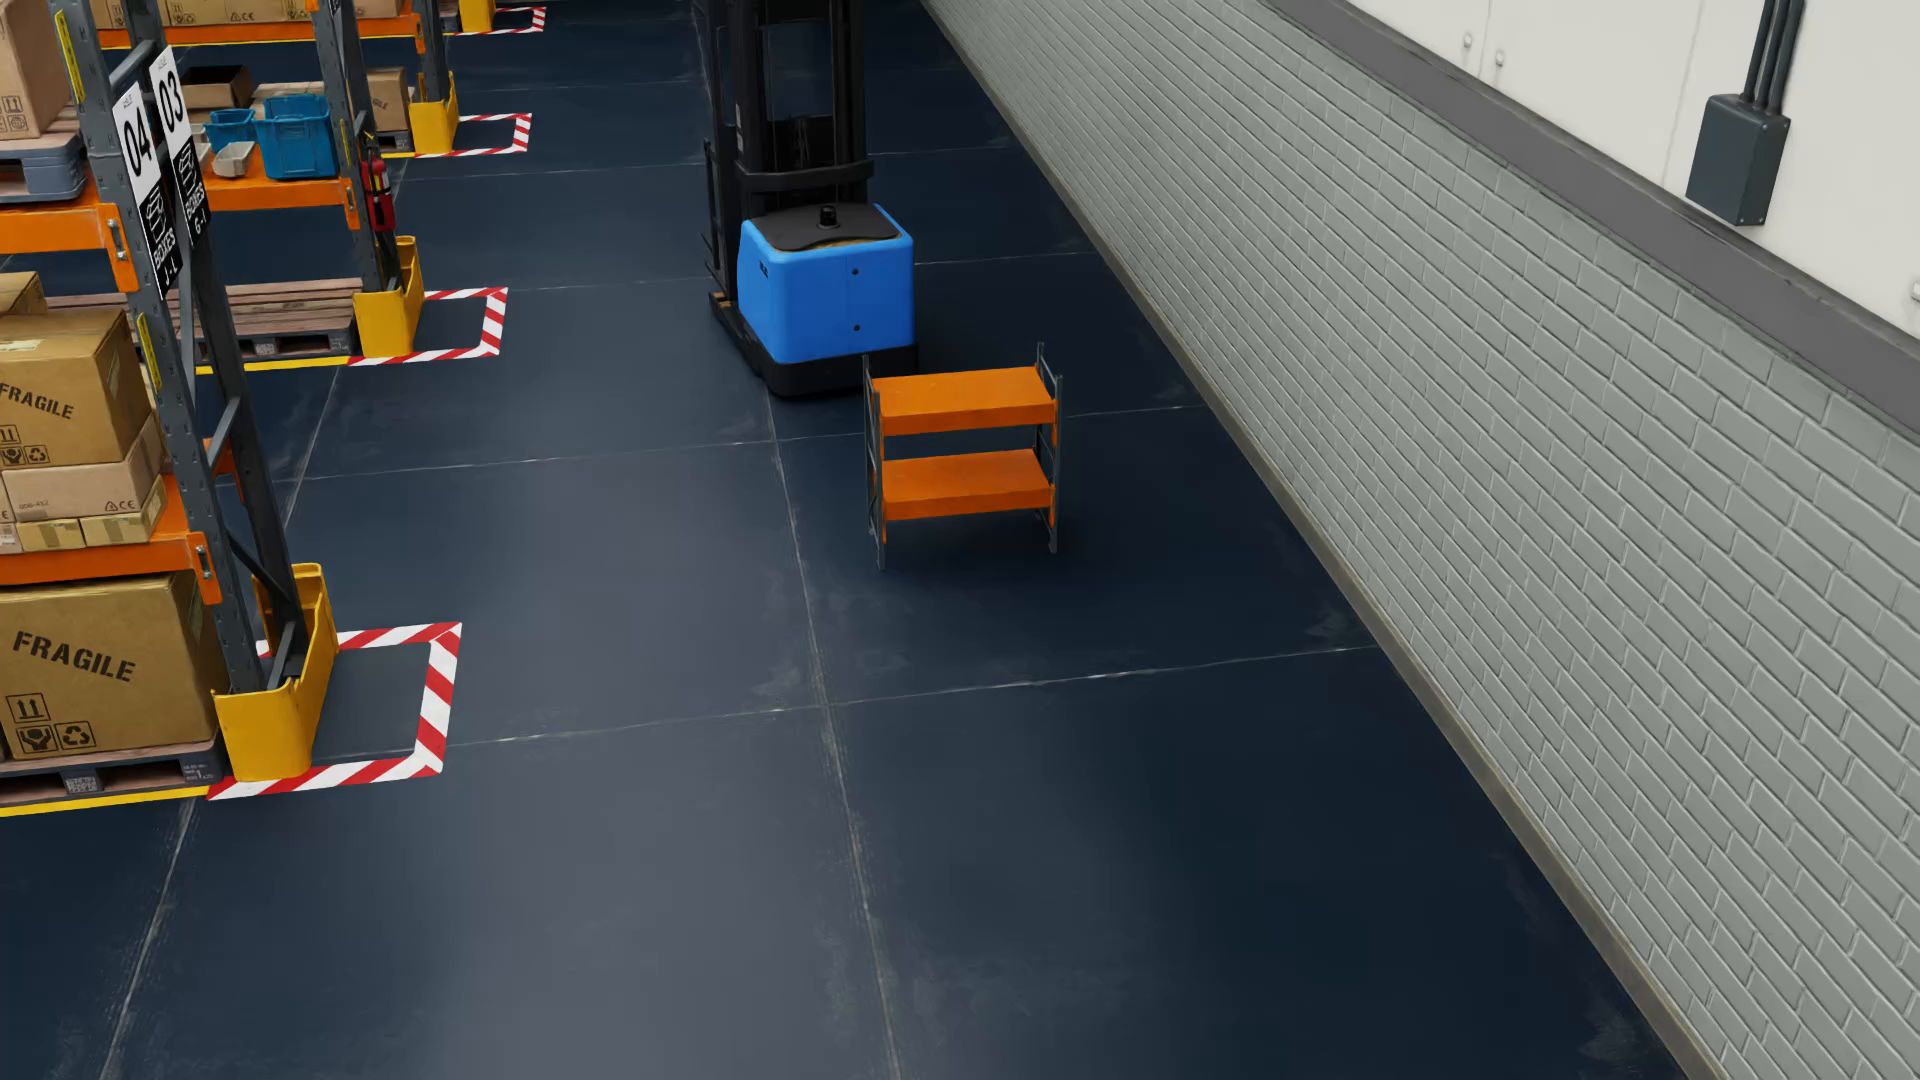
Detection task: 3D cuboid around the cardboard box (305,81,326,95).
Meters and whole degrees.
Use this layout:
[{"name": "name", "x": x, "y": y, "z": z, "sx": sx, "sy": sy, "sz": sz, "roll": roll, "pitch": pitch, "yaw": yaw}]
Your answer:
[{"name": "cardboard box", "x": -6.272, "y": -4.429, "z": 16.716, "sx": 0.500, "sy": 0.250, "sz": 0.500, "roll": -5, "pitch": 31, "yaw": -9}]

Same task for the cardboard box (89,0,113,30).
[{"name": "cardboard box", "x": -8.075, "y": -5.015, "z": 15.336, "sx": 0.500, "sy": 0.500, "sz": 0.500, "roll": -5, "pitch": 31, "yaw": -8}]

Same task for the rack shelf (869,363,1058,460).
[{"name": "rack shelf", "x": 0.007, "y": -0.738, "z": 9.432, "sx": 1.000, "sy": 0.278, "sz": 0.538, "roll": -5, "pitch": 31, "yaw": -9}]

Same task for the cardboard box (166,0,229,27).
[{"name": "cardboard box", "x": -7.083, "y": -5.107, "z": 15.492, "sx": 0.500, "sy": 0.500, "sz": 0.500, "roll": -6, "pitch": 31, "yaw": -10}]

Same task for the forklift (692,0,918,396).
[{"name": "forklift", "x": -1.293, "y": -2.983, "z": 12.046, "sx": 1.130, "sy": 2.935, "sz": 3.031, "roll": -11, "pitch": 32, "yaw": -18}]

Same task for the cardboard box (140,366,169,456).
[{"name": "cardboard box", "x": -3.934, "y": -0.593, "z": 7.768, "sx": 0.500, "sy": 0.250, "sz": 0.500, "roll": -6, "pitch": 31, "yaw": -10}]

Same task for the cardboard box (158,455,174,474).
[{"name": "cardboard box", "x": -3.822, "y": -0.463, "z": 7.940, "sx": 0.250, "sy": 0.149, "sz": 0.380, "roll": -5, "pitch": 31, "yaw": -8}]

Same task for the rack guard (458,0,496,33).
[{"name": "rack guard", "x": -6.067, "y": -6.772, "z": 20.889, "sx": 0.348, "sy": 0.500, "sz": 1.175, "roll": -5, "pitch": 31, "yaw": -9}]

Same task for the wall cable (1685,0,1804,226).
[{"name": "wall cable", "x": 2.769, "y": -3.209, "z": 3.271, "sx": 0.120, "sy": 5.999, "sz": 2.277, "roll": -5, "pitch": 31, "yaw": -9}]

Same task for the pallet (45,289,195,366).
[{"name": "pallet", "x": -6.322, "y": -1.541, "z": 12.276, "sx": 1.213, "sy": 0.211, "sz": 1.003, "roll": -5, "pitch": 31, "yaw": -9}]

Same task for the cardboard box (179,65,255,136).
[{"name": "cardboard box", "x": -7.282, "y": -4.301, "z": 16.248, "sx": 0.637, "sy": 0.503, "sz": 0.797, "roll": -5, "pitch": 31, "yaw": -9}]

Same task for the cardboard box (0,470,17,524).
[{"name": "cardboard box", "x": -4.342, "y": -0.280, "z": 7.236, "sx": 0.500, "sy": 0.250, "sz": 0.500, "roll": -6, "pitch": 31, "yaw": -10}]

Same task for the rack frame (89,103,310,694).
[{"name": "rack frame", "x": -3.414, "y": -0.439, "z": 7.651, "sx": 0.127, "sy": 3.000, "sz": 1.000, "roll": -5, "pitch": 31, "yaw": -9}]

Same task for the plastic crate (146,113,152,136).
[{"name": "plastic crate", "x": -5.903, "y": -2.883, "z": 11.915, "sx": 0.300, "sy": 0.233, "sz": 0.416, "roll": -5, "pitch": 31, "yaw": -9}]

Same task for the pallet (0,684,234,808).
[{"name": "pallet", "x": -4.186, "y": 0.875, "z": 8.168, "sx": 1.213, "sy": 0.211, "sz": 1.003, "roll": -5, "pitch": 31, "yaw": -9}]

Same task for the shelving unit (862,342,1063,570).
[{"name": "shelving unit", "x": 0.007, "y": -0.486, "z": 9.580, "sx": 1.048, "sy": 1.125, "sz": 0.538, "roll": -5, "pitch": 31, "yaw": -9}]

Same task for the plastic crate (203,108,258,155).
[{"name": "plastic crate", "x": -5.256, "y": -2.943, "z": 12.017, "sx": 0.300, "sy": 0.233, "sz": 0.416, "roll": -5, "pitch": 31, "yaw": -9}]

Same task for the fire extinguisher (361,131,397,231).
[{"name": "fire extinguisher", "x": -4.076, "y": -2.501, "z": 11.603, "sx": 0.183, "sy": 0.674, "sz": 0.296, "roll": -5, "pitch": 31, "yaw": -9}]

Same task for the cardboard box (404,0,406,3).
[{"name": "cardboard box", "x": -5.678, "y": -5.512, "z": 16.181, "sx": 0.500, "sy": 0.500, "sz": 0.500, "roll": -5, "pitch": 31, "yaw": -8}]

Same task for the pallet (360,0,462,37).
[{"name": "pallet", "x": -6.863, "y": -6.534, "z": 20.768, "sx": 1.213, "sy": 0.211, "sz": 1.003, "roll": -5, "pitch": 31, "yaw": -9}]

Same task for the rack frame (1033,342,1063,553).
[{"name": "rack frame", "x": 0.507, "y": -0.532, "z": 9.659, "sx": 0.032, "sy": 1.125, "sz": 0.500, "roll": -5, "pitch": 31, "yaw": -9}]

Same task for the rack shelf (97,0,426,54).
[{"name": "rack shelf", "x": -7.162, "y": -4.886, "z": 15.924, "sx": 4.000, "sy": 0.370, "sz": 1.077, "roll": -5, "pitch": 31, "yaw": -9}]

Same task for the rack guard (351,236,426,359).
[{"name": "rack guard", "x": -4.285, "y": -1.839, "z": 12.499, "sx": 0.348, "sy": 0.500, "sz": 1.175, "roll": -5, "pitch": 31, "yaw": -9}]

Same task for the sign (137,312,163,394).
[{"name": "sign", "x": -3.330, "y": -0.768, "z": 6.836, "sx": 0.005, "sy": 0.325, "sz": 0.100, "roll": -5, "pitch": 31, "yaw": -9}]

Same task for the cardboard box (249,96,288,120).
[{"name": "cardboard box", "x": -6.625, "y": -4.138, "z": 16.222, "sx": 0.500, "sy": 0.250, "sz": 0.500, "roll": -5, "pitch": 31, "yaw": -9}]

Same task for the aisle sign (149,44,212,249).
[{"name": "aisle sign", "x": -3.397, "y": -1.716, "z": 7.258, "sx": 0.004, "sy": 0.787, "sz": 0.394, "roll": -5, "pitch": 31, "yaw": -9}]

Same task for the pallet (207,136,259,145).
[{"name": "pallet", "x": -7.251, "y": -3.986, "z": 16.436, "sx": 1.213, "sy": 0.211, "sz": 1.003, "roll": -5, "pitch": 31, "yaw": -9}]

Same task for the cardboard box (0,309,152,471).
[{"name": "cardboard box", "x": -3.846, "y": -0.650, "z": 7.125, "sx": 0.500, "sy": 0.500, "sz": 0.500, "roll": -5, "pitch": 31, "yaw": -8}]

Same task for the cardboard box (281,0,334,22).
[{"name": "cardboard box", "x": -6.096, "y": -5.196, "z": 15.643, "sx": 0.500, "sy": 0.500, "sz": 0.500, "roll": -5, "pitch": 31, "yaw": -8}]

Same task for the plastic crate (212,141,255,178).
[{"name": "plastic crate", "x": -5.075, "y": -2.656, "z": 11.623, "sx": 0.243, "sy": 0.136, "sz": 0.396, "roll": -5, "pitch": 31, "yaw": -9}]

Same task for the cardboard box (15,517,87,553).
[{"name": "cardboard box", "x": -3.960, "y": -0.109, "z": 7.339, "sx": 0.250, "sy": 0.149, "sz": 0.380, "roll": -5, "pitch": 31, "yaw": -8}]

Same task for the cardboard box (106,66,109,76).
[{"name": "cardboard box", "x": -8.620, "y": -4.319, "z": 16.282, "sx": 0.500, "sy": 0.500, "sz": 0.500, "roll": -5, "pitch": 31, "yaw": -9}]

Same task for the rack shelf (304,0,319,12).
[{"name": "rack shelf", "x": -6.273, "y": -3.709, "z": 10.963, "sx": 4.000, "sy": 0.370, "sz": 1.077, "roll": -5, "pitch": 31, "yaw": -9}]

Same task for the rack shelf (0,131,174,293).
[{"name": "rack shelf", "x": -5.381, "y": -1.239, "z": 6.763, "sx": 4.000, "sy": 0.370, "sz": 1.077, "roll": -5, "pitch": 31, "yaw": -9}]

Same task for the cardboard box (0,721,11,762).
[{"name": "cardboard box", "x": -4.924, "y": 0.477, "z": 7.775, "sx": 0.875, "sy": 0.875, "sz": 0.875, "roll": -5, "pitch": 31, "yaw": -9}]

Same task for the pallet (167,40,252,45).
[{"name": "pallet", "x": -9.263, "y": -6.311, "z": 20.389, "sx": 1.213, "sy": 0.211, "sz": 1.003, "roll": -5, "pitch": 31, "yaw": -9}]

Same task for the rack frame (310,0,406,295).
[{"name": "rack frame", "x": -4.306, "y": -2.908, "z": 11.851, "sx": 0.127, "sy": 3.000, "sz": 1.000, "roll": -5, "pitch": 31, "yaw": -9}]
